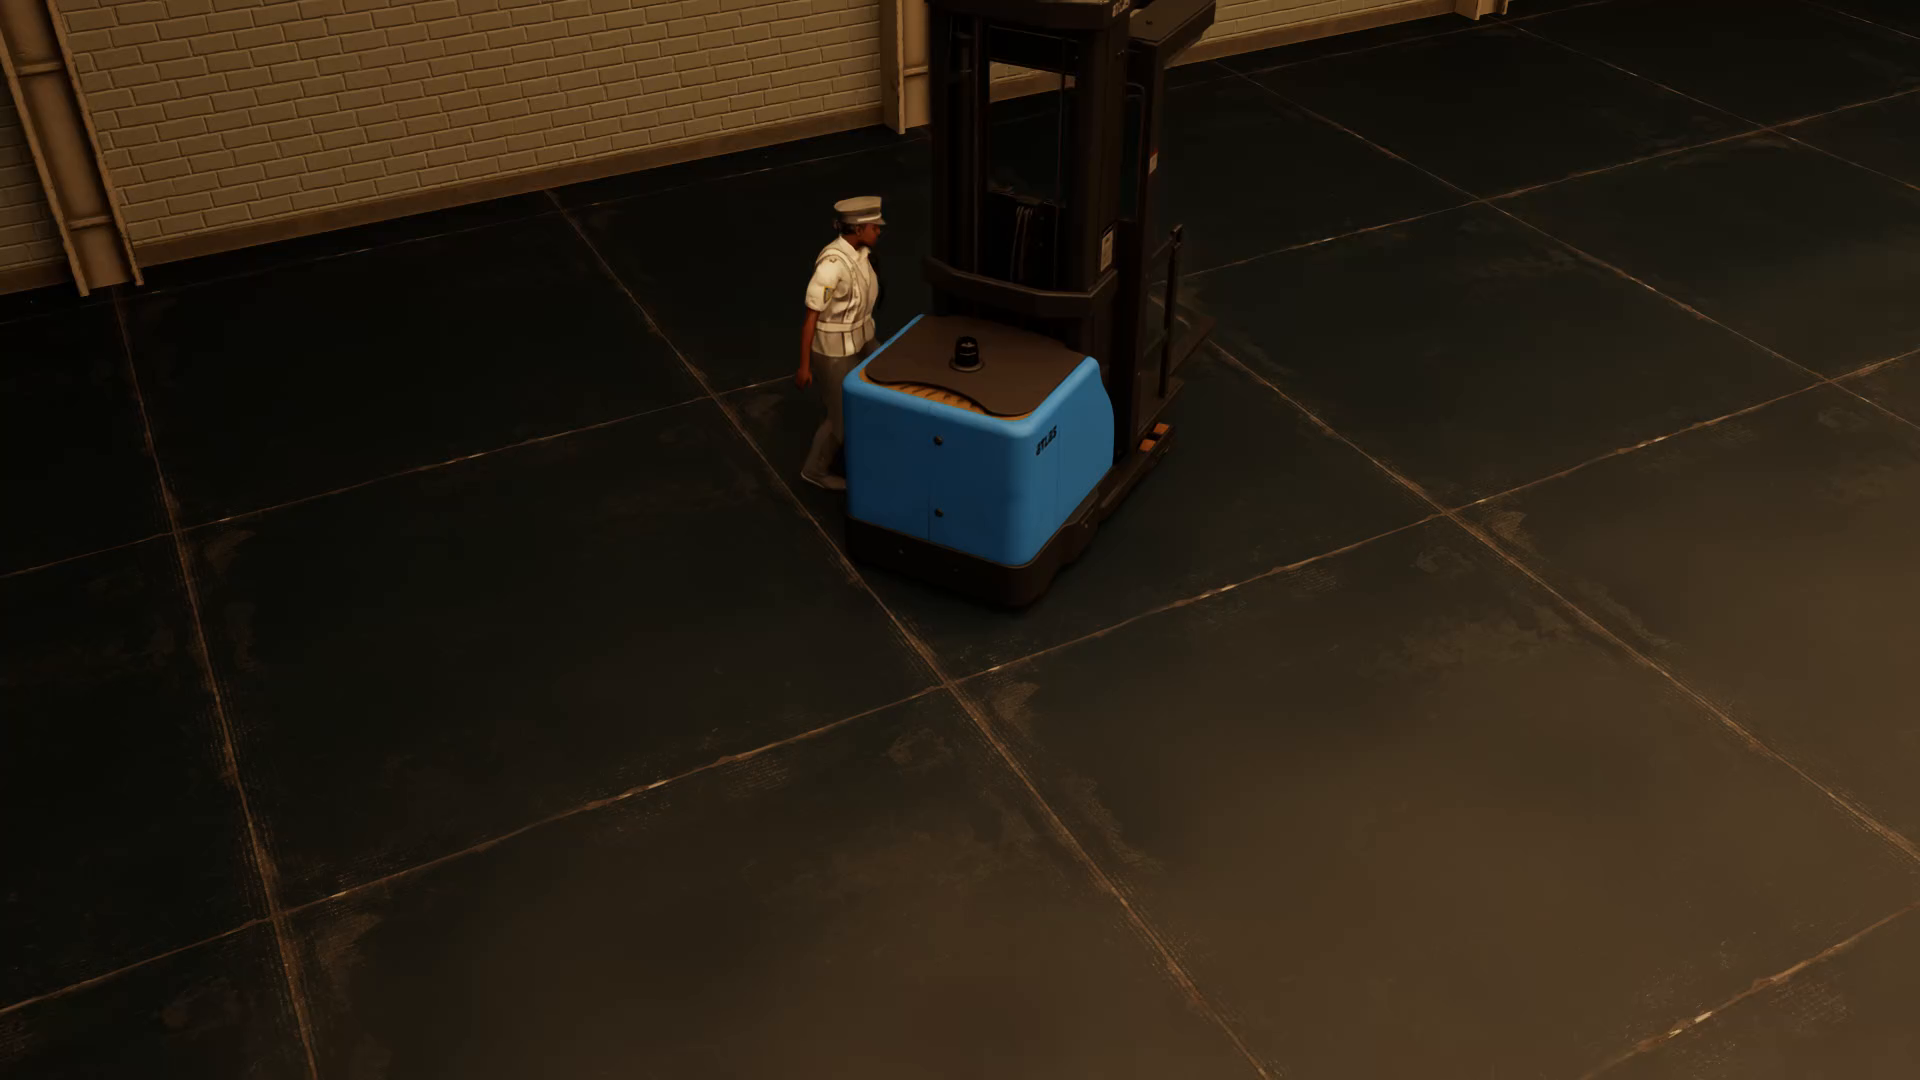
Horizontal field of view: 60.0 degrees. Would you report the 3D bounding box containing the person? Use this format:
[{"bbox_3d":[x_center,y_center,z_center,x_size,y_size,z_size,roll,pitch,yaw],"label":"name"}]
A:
[{"bbox_3d":[-0.607,-1.023,8.739,0.431,1.635,0.810,14,38,19],"label":"person"}]

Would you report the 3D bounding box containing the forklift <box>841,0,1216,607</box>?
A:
[{"bbox_3d":[0.560,-1.702,8.530,1.130,2.935,3.031,17,39,23],"label":"forklift"}]
